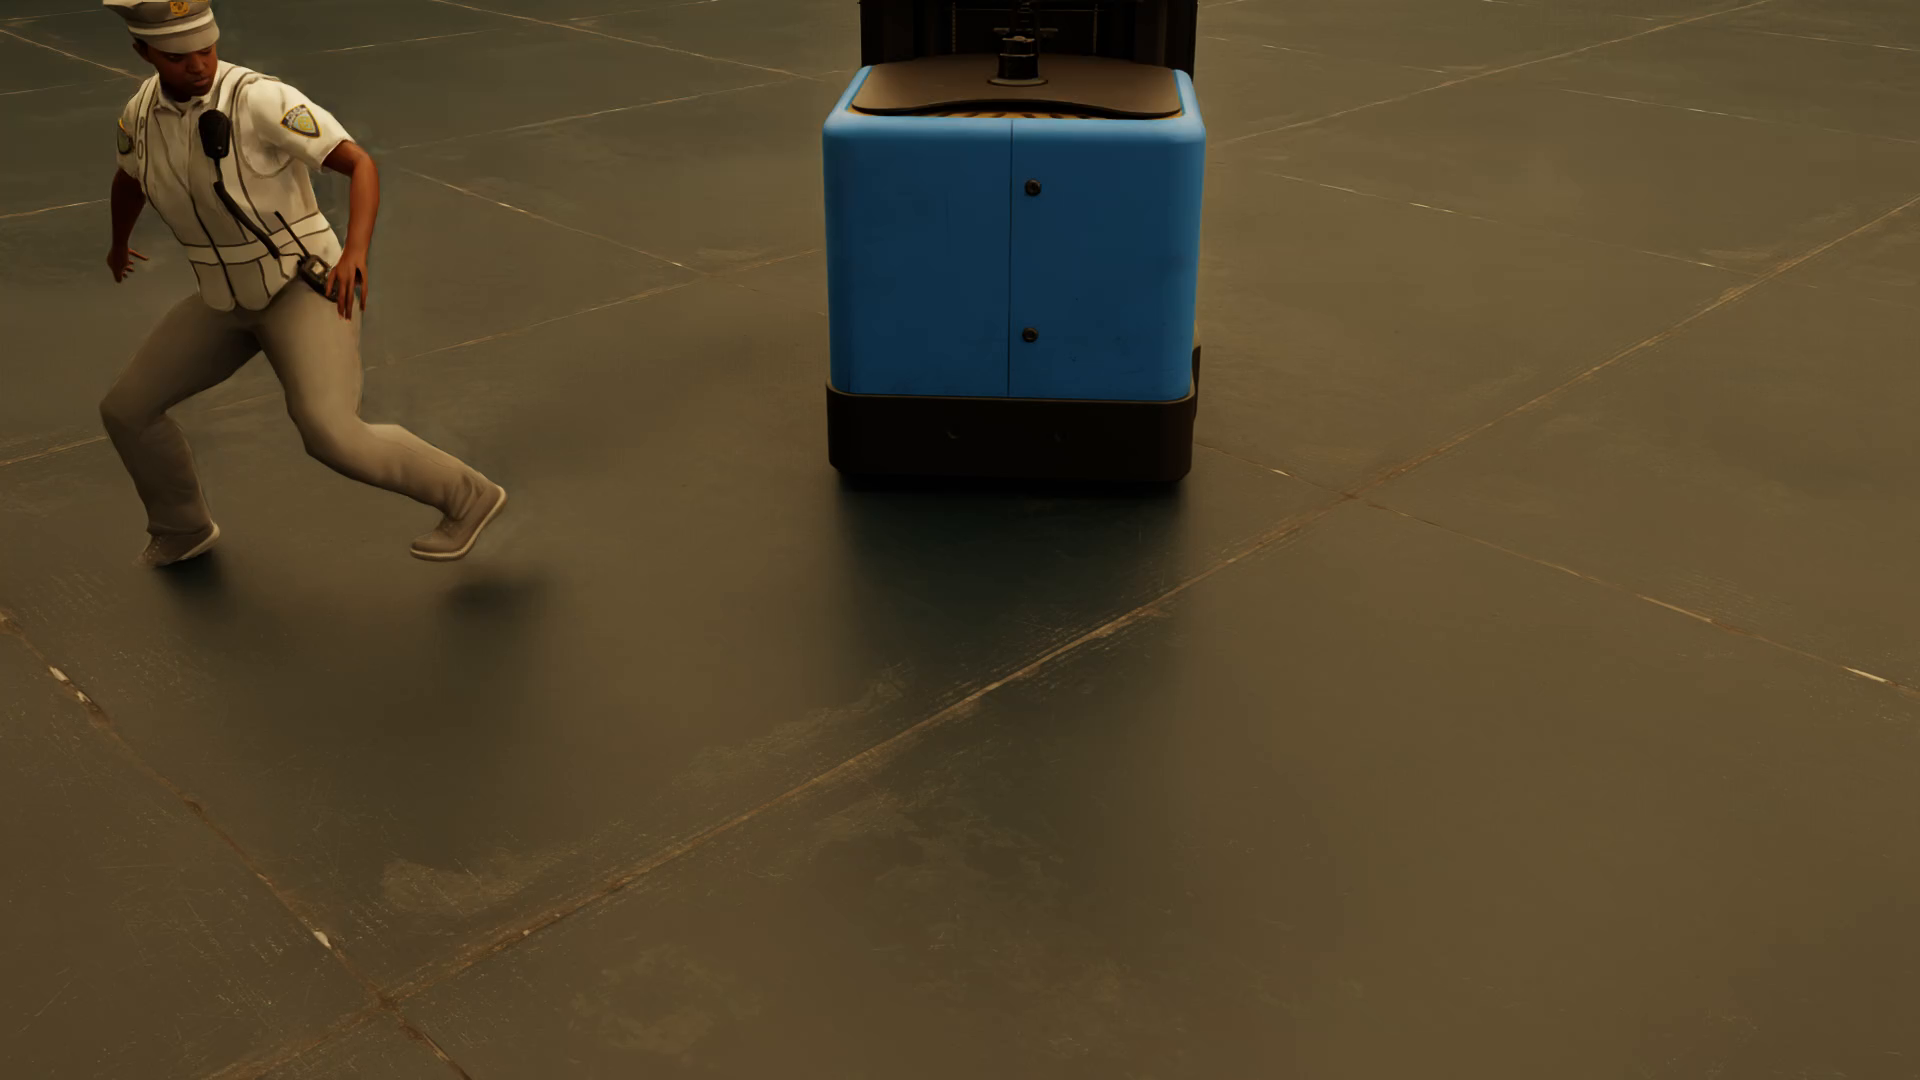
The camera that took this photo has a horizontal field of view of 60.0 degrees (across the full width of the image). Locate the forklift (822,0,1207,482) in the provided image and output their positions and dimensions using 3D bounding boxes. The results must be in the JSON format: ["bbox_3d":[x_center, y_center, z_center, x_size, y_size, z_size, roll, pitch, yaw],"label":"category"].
[{"bbox_3d":[0.238,-2.093,5.481,1.130,2.935,3.031,2,26,4],"label":"forklift"}]

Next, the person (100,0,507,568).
[{"bbox_3d":[-1.780,-0.579,4.103,1.112,1.569,0.478,11,28,21],"label":"person"}]
